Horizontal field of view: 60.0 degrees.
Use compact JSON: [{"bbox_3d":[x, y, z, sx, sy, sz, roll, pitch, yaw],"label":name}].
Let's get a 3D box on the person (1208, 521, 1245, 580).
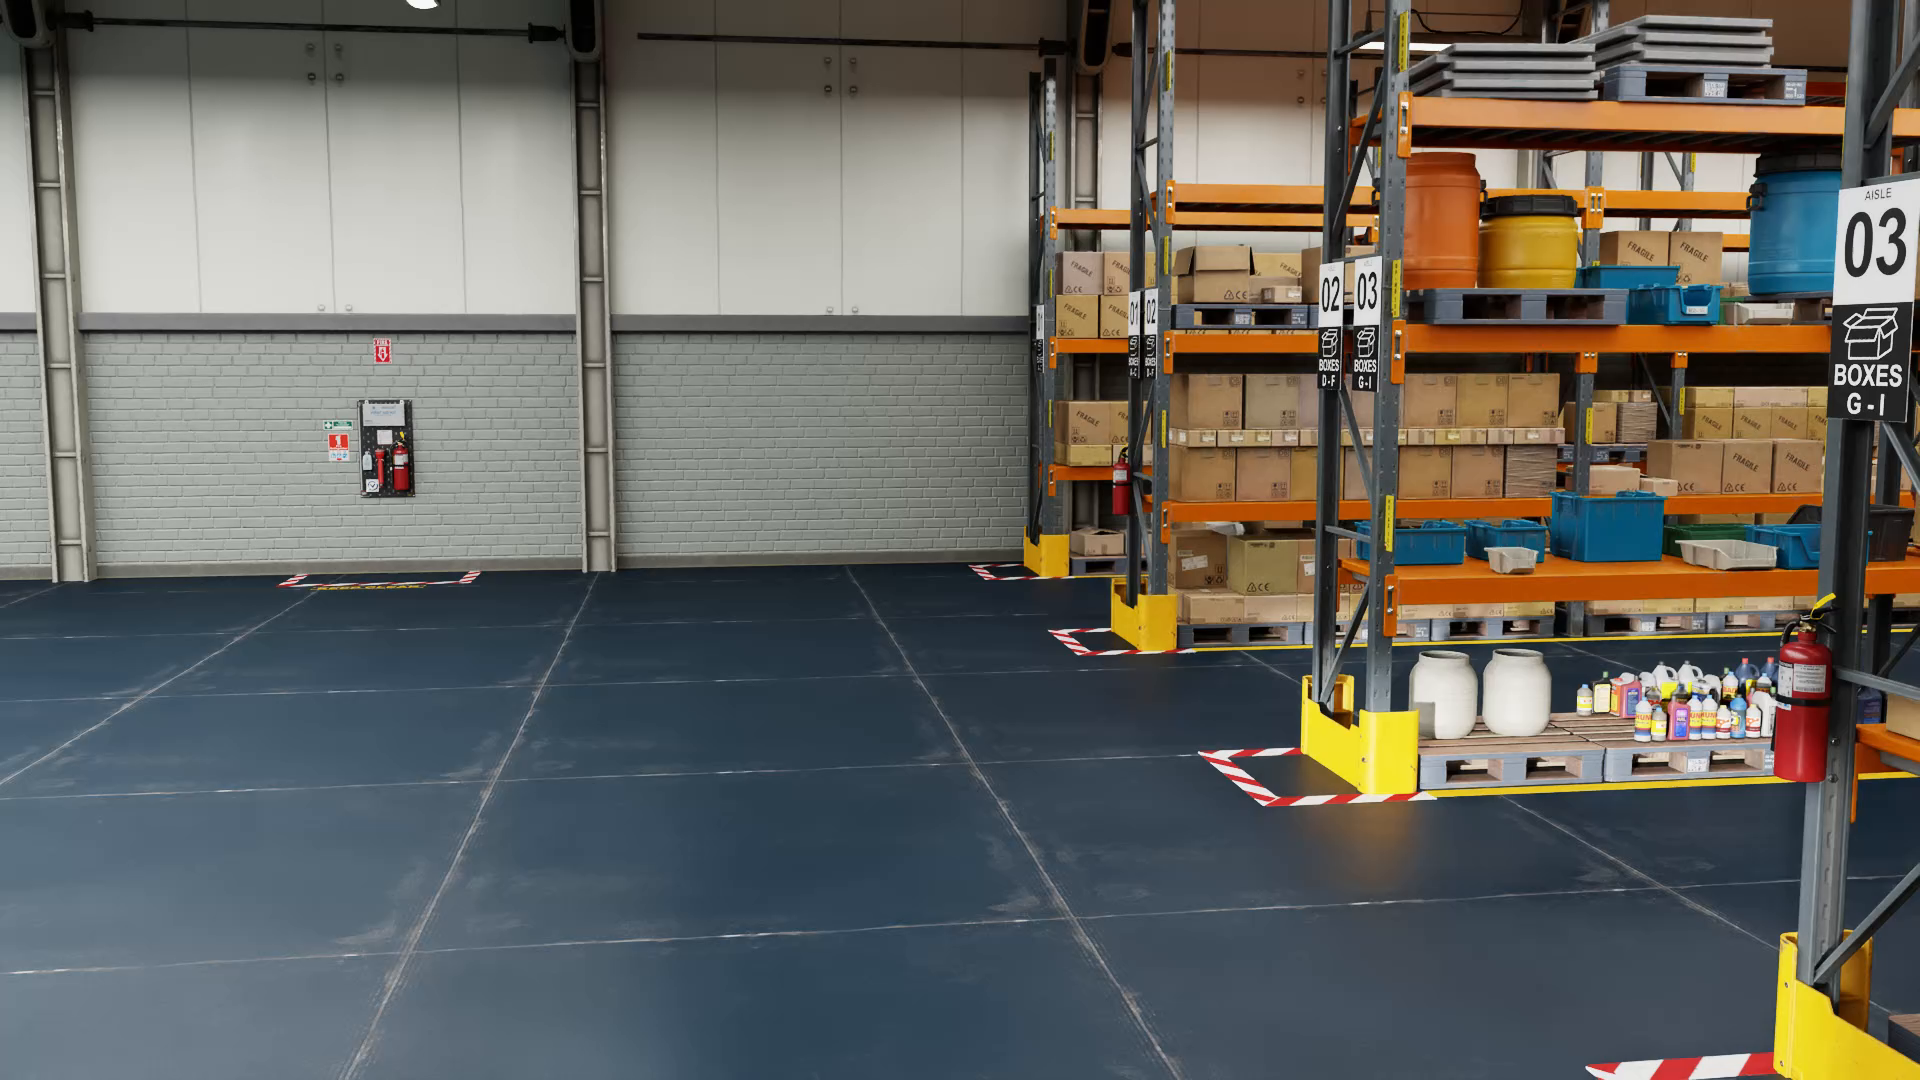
[{"bbox_3d":[2.668,-0.170,16.945,0.725,1.765,0.570,-1,6,-6],"label":"person"}]
